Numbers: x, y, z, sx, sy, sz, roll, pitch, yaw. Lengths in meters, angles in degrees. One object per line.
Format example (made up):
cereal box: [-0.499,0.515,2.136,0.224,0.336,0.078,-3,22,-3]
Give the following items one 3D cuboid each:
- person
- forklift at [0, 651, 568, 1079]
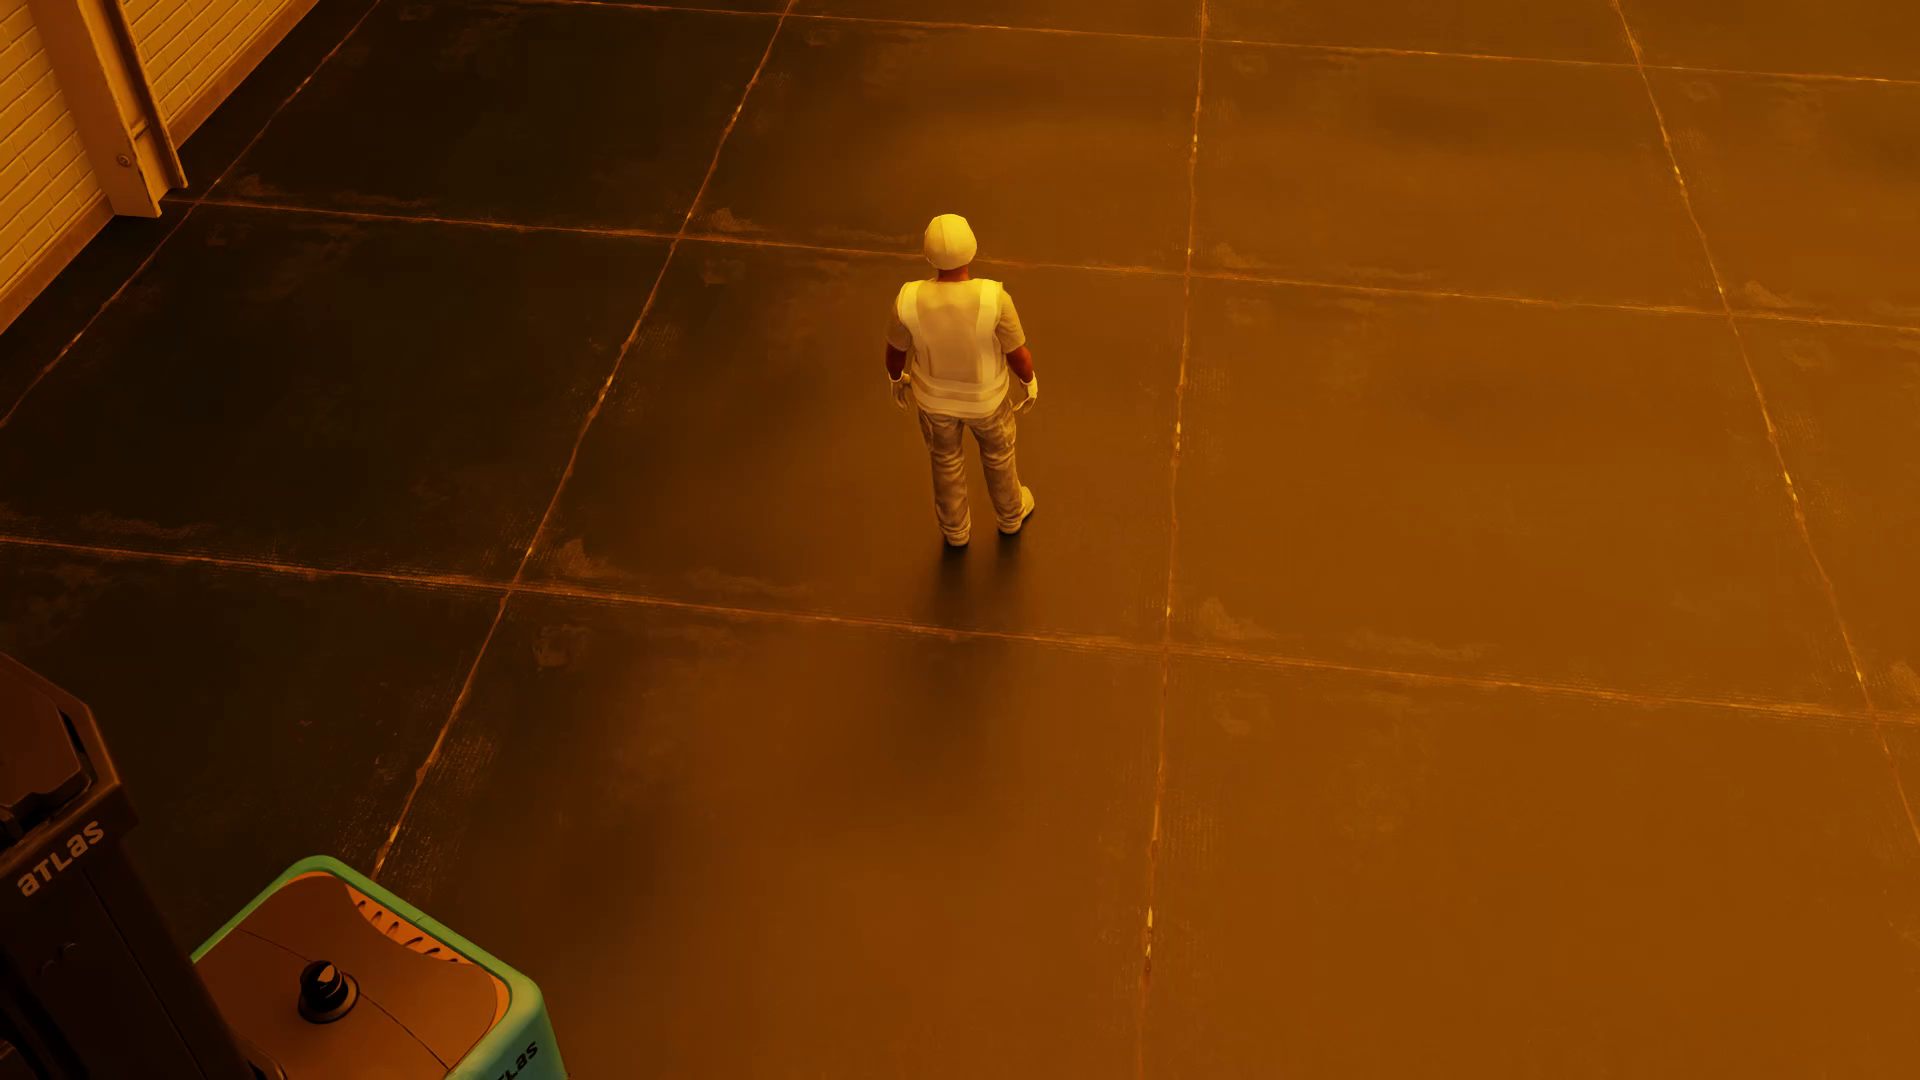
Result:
person: [0.019,-0.709,7.334,0.656,1.782,0.577,5,43,6]
forklift: [-2.421,1.701,3.873,1.130,2.935,3.031,23,47,23]
